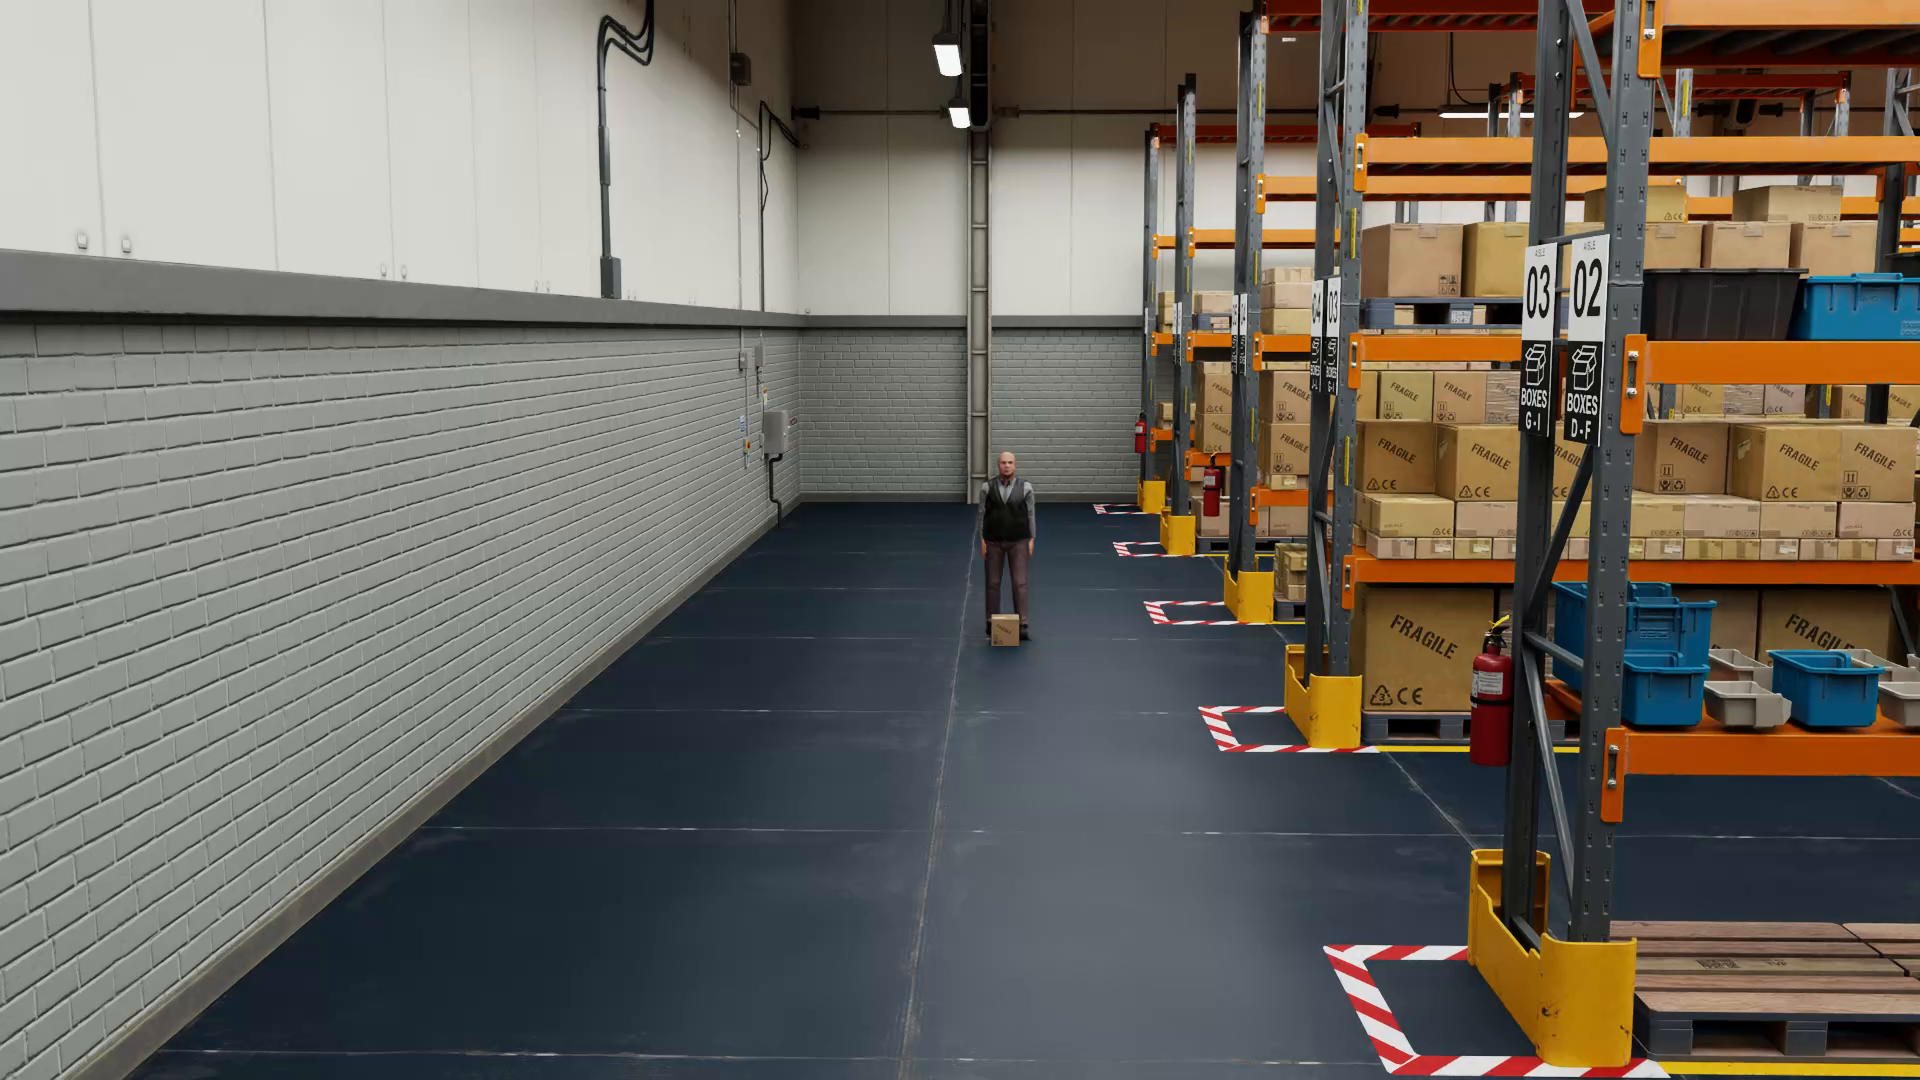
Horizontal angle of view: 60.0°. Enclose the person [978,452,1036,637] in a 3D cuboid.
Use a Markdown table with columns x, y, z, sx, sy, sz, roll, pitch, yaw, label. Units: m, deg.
| x | y | z | sx | sy | sz | roll | pitch | yaw | label |
| --- | --- | --- | --- | --- | --- | --- | --- | --- | --- |
| 0.440 | 0.041 | 15.544 | 0.540 | 1.724 | 0.496 | 0 | 7 | 2 | person |
